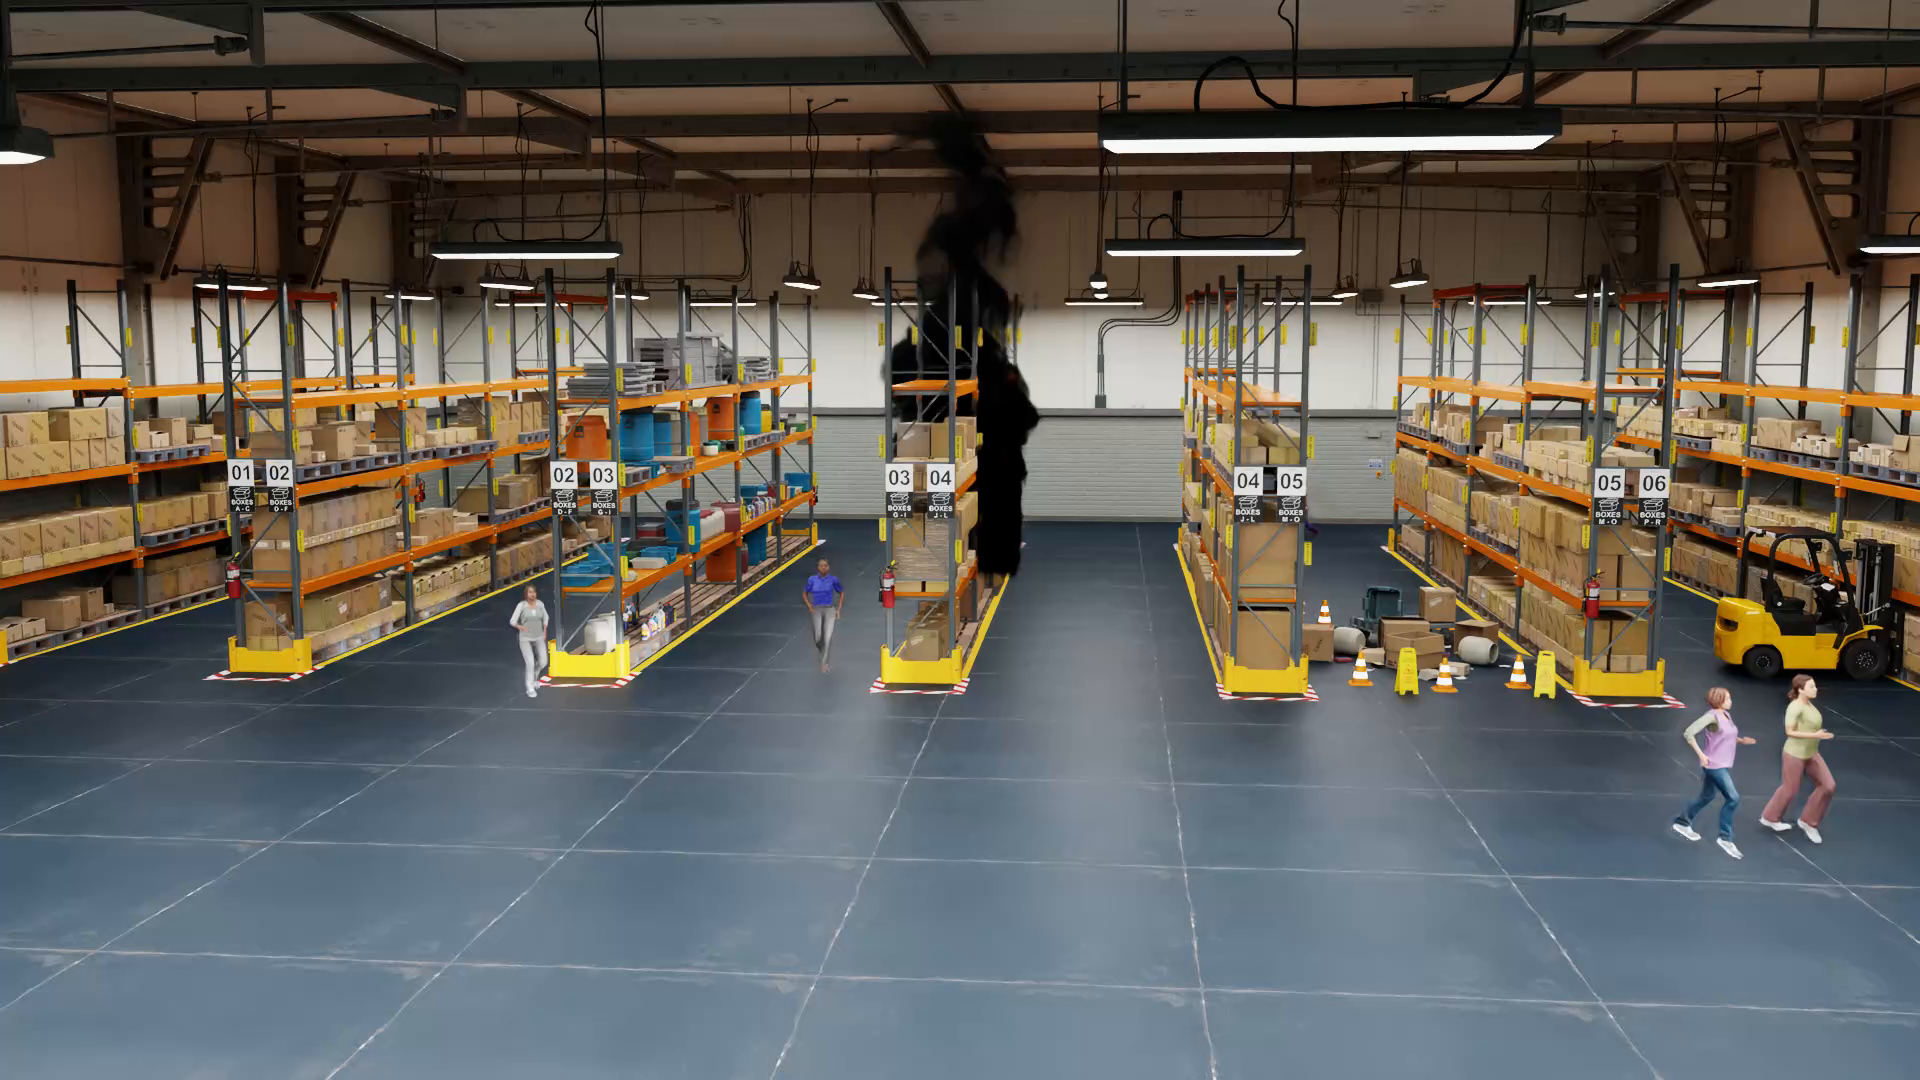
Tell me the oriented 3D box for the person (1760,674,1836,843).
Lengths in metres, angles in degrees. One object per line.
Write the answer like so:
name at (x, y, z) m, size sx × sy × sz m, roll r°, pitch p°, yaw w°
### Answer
person at (8.381, 2.175, 16.604) m, size 0.556 × 1.710 × 0.711 m, roll -5°, pitch 8°, yaw -34°

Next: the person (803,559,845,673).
person at (-1.996, 1.081, 24.295) m, size 0.613 × 1.636 × 0.581 m, roll 0°, pitch 7°, yaw 1°

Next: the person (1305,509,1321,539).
person at (8.349, -0.681, 40.579) m, size 0.974 × 1.618 × 0.635 m, roll 0°, pitch 7°, yaw -4°

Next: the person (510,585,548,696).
person at (-5.999, 1.414, 23.308) m, size 0.566 × 1.570 × 0.543 m, roll -4°, pitch 8°, yaw -30°

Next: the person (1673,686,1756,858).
person at (7.359, 2.242, 16.233) m, size 0.728 × 1.646 × 0.499 m, roll 5°, pitch 9°, yaw 37°
